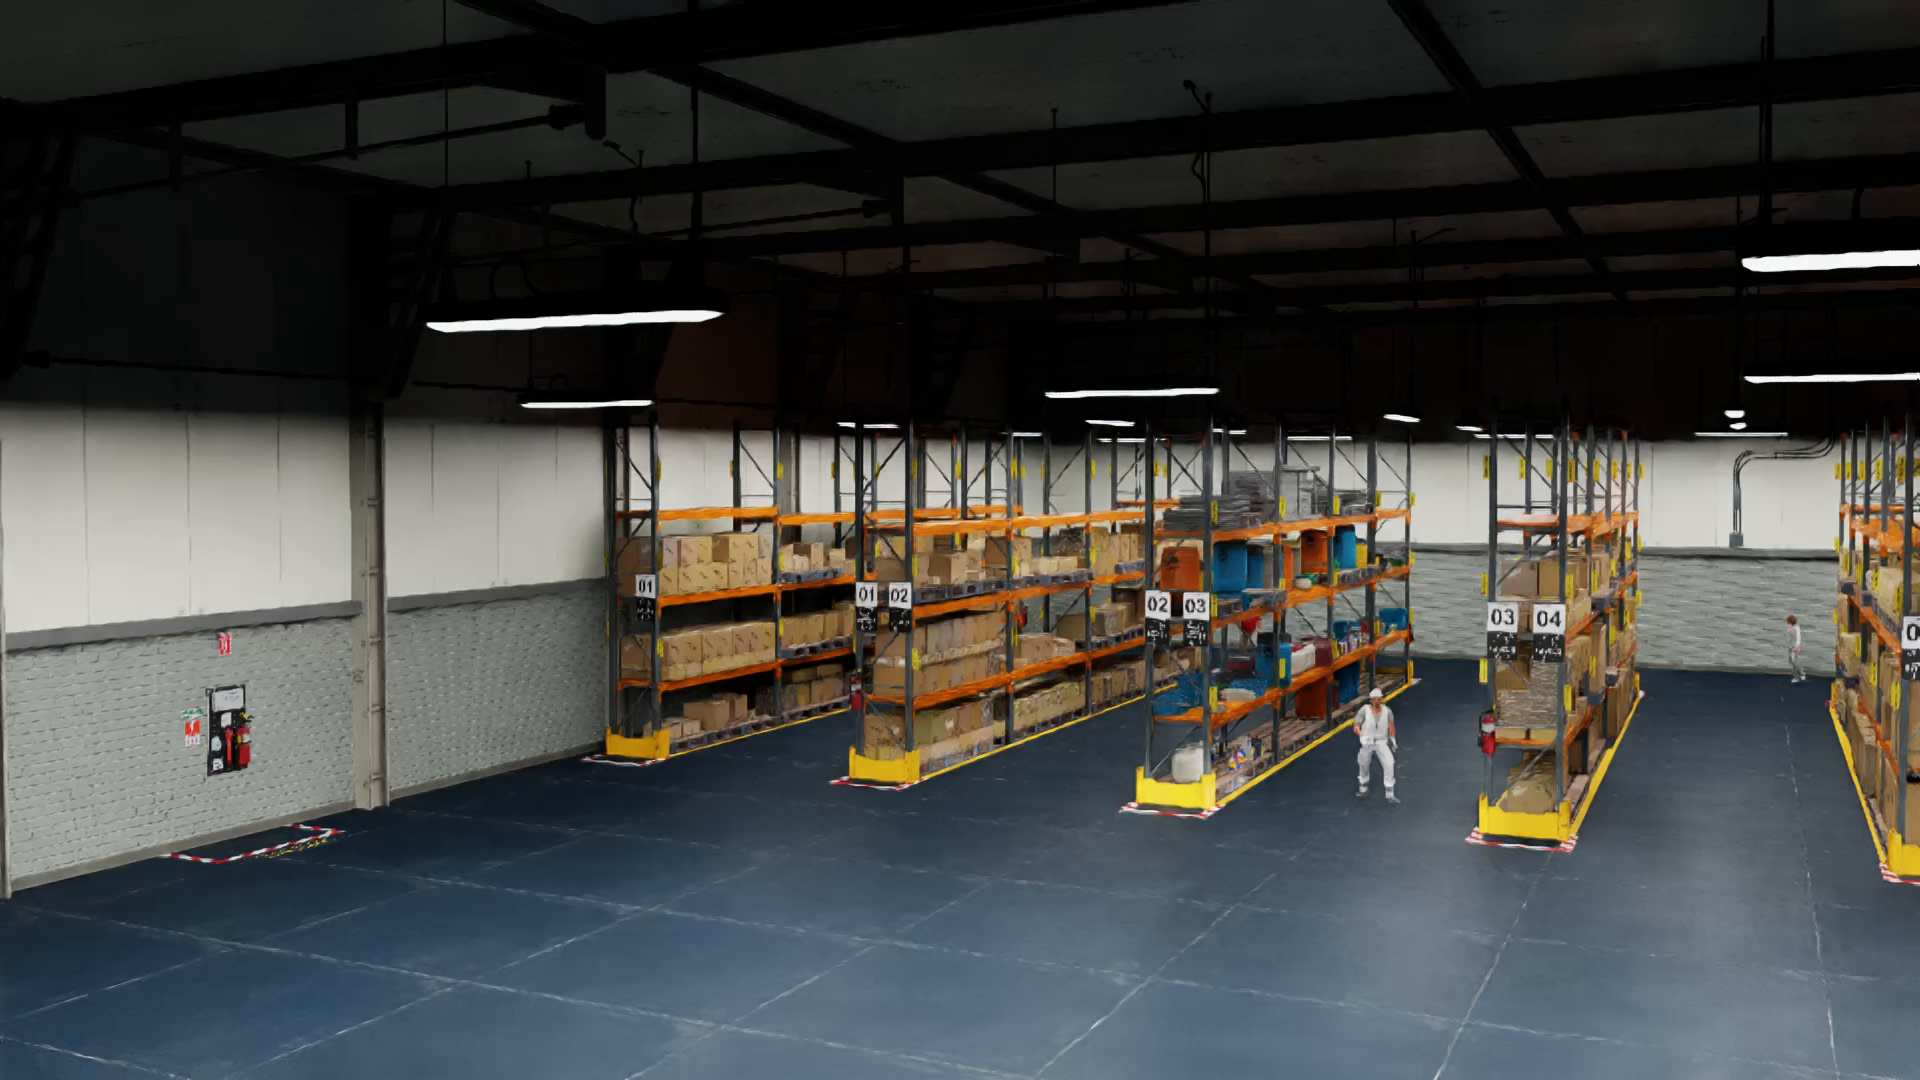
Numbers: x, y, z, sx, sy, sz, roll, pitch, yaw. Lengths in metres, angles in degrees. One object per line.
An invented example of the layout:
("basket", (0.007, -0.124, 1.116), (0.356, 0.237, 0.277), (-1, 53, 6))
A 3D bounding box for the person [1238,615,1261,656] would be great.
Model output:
("person", (7.400, 2.379, 42.490), (0.701, 1.660, 0.857), (0, 2, 9))

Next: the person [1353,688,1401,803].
("person", (6.264, 3.075, 25.076), (0.686, 1.716, 0.829), (0, 2, 8))

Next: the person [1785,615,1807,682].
("person", (19.665, 2.554, 39.128), (0.397, 1.589, 0.550), (0, 2, -8))
